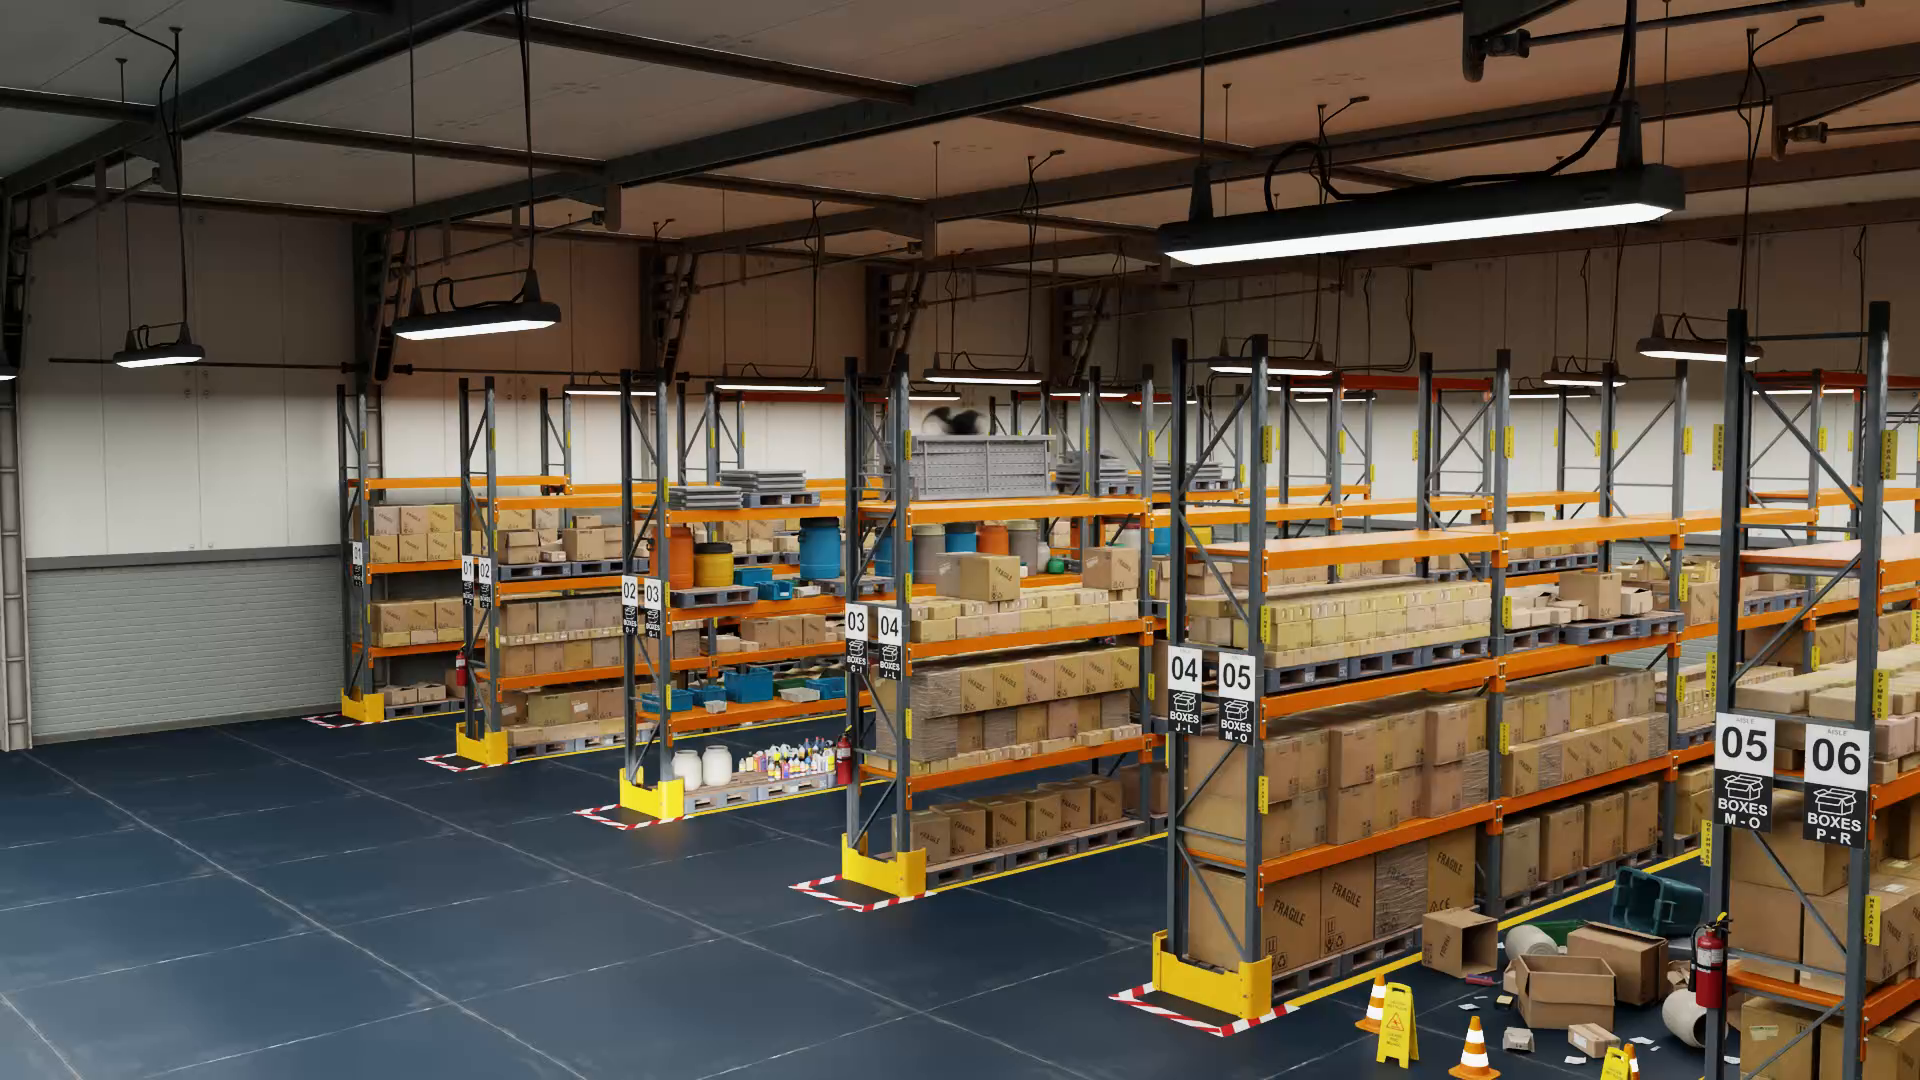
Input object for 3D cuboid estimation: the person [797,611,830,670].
[{"bbox_3d":[-2.990,2.195,33.947,0.558,1.549,0.895,4,5,44],"label":"person"}]
